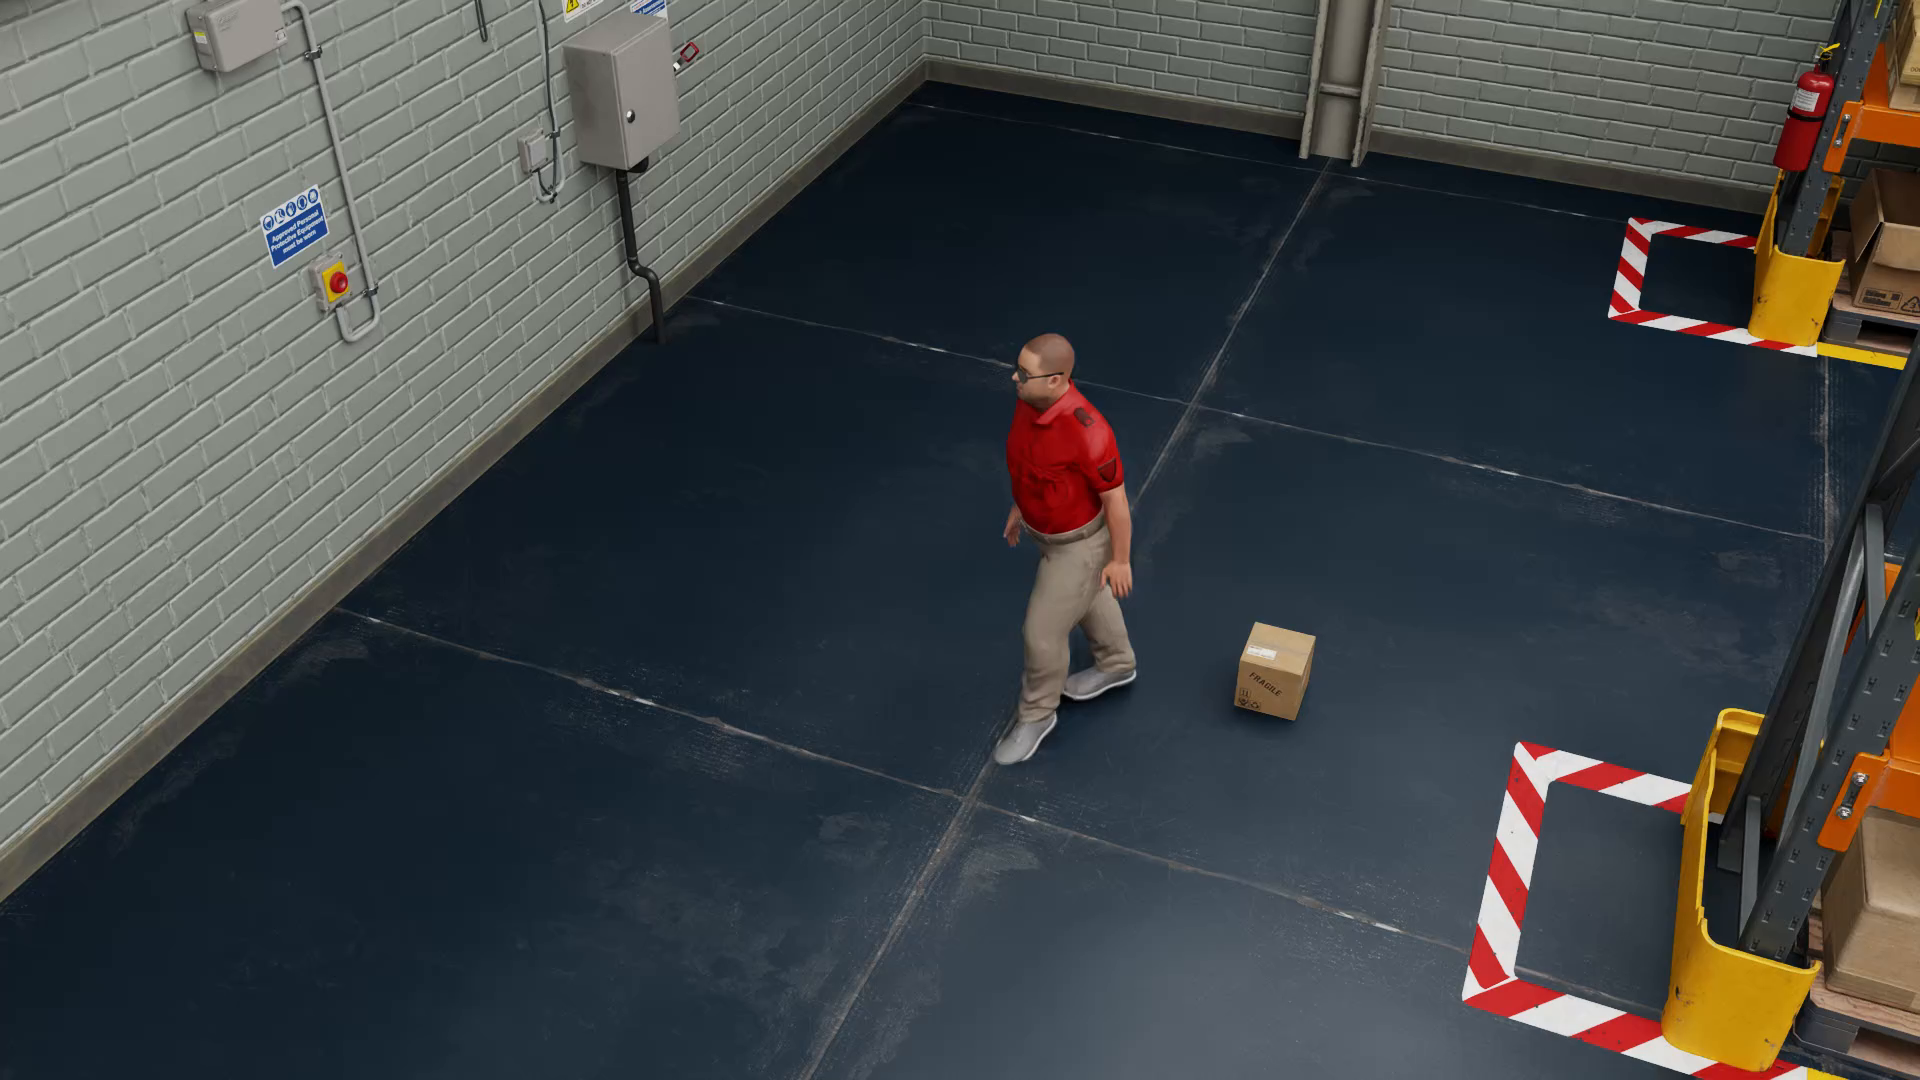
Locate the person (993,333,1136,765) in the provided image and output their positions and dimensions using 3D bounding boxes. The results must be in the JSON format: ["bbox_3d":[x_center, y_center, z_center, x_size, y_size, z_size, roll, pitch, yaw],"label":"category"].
[{"bbox_3d":[0.391,0.000,6.201,0.703,1.757,0.587,-13,39,-16],"label":"person"}]
